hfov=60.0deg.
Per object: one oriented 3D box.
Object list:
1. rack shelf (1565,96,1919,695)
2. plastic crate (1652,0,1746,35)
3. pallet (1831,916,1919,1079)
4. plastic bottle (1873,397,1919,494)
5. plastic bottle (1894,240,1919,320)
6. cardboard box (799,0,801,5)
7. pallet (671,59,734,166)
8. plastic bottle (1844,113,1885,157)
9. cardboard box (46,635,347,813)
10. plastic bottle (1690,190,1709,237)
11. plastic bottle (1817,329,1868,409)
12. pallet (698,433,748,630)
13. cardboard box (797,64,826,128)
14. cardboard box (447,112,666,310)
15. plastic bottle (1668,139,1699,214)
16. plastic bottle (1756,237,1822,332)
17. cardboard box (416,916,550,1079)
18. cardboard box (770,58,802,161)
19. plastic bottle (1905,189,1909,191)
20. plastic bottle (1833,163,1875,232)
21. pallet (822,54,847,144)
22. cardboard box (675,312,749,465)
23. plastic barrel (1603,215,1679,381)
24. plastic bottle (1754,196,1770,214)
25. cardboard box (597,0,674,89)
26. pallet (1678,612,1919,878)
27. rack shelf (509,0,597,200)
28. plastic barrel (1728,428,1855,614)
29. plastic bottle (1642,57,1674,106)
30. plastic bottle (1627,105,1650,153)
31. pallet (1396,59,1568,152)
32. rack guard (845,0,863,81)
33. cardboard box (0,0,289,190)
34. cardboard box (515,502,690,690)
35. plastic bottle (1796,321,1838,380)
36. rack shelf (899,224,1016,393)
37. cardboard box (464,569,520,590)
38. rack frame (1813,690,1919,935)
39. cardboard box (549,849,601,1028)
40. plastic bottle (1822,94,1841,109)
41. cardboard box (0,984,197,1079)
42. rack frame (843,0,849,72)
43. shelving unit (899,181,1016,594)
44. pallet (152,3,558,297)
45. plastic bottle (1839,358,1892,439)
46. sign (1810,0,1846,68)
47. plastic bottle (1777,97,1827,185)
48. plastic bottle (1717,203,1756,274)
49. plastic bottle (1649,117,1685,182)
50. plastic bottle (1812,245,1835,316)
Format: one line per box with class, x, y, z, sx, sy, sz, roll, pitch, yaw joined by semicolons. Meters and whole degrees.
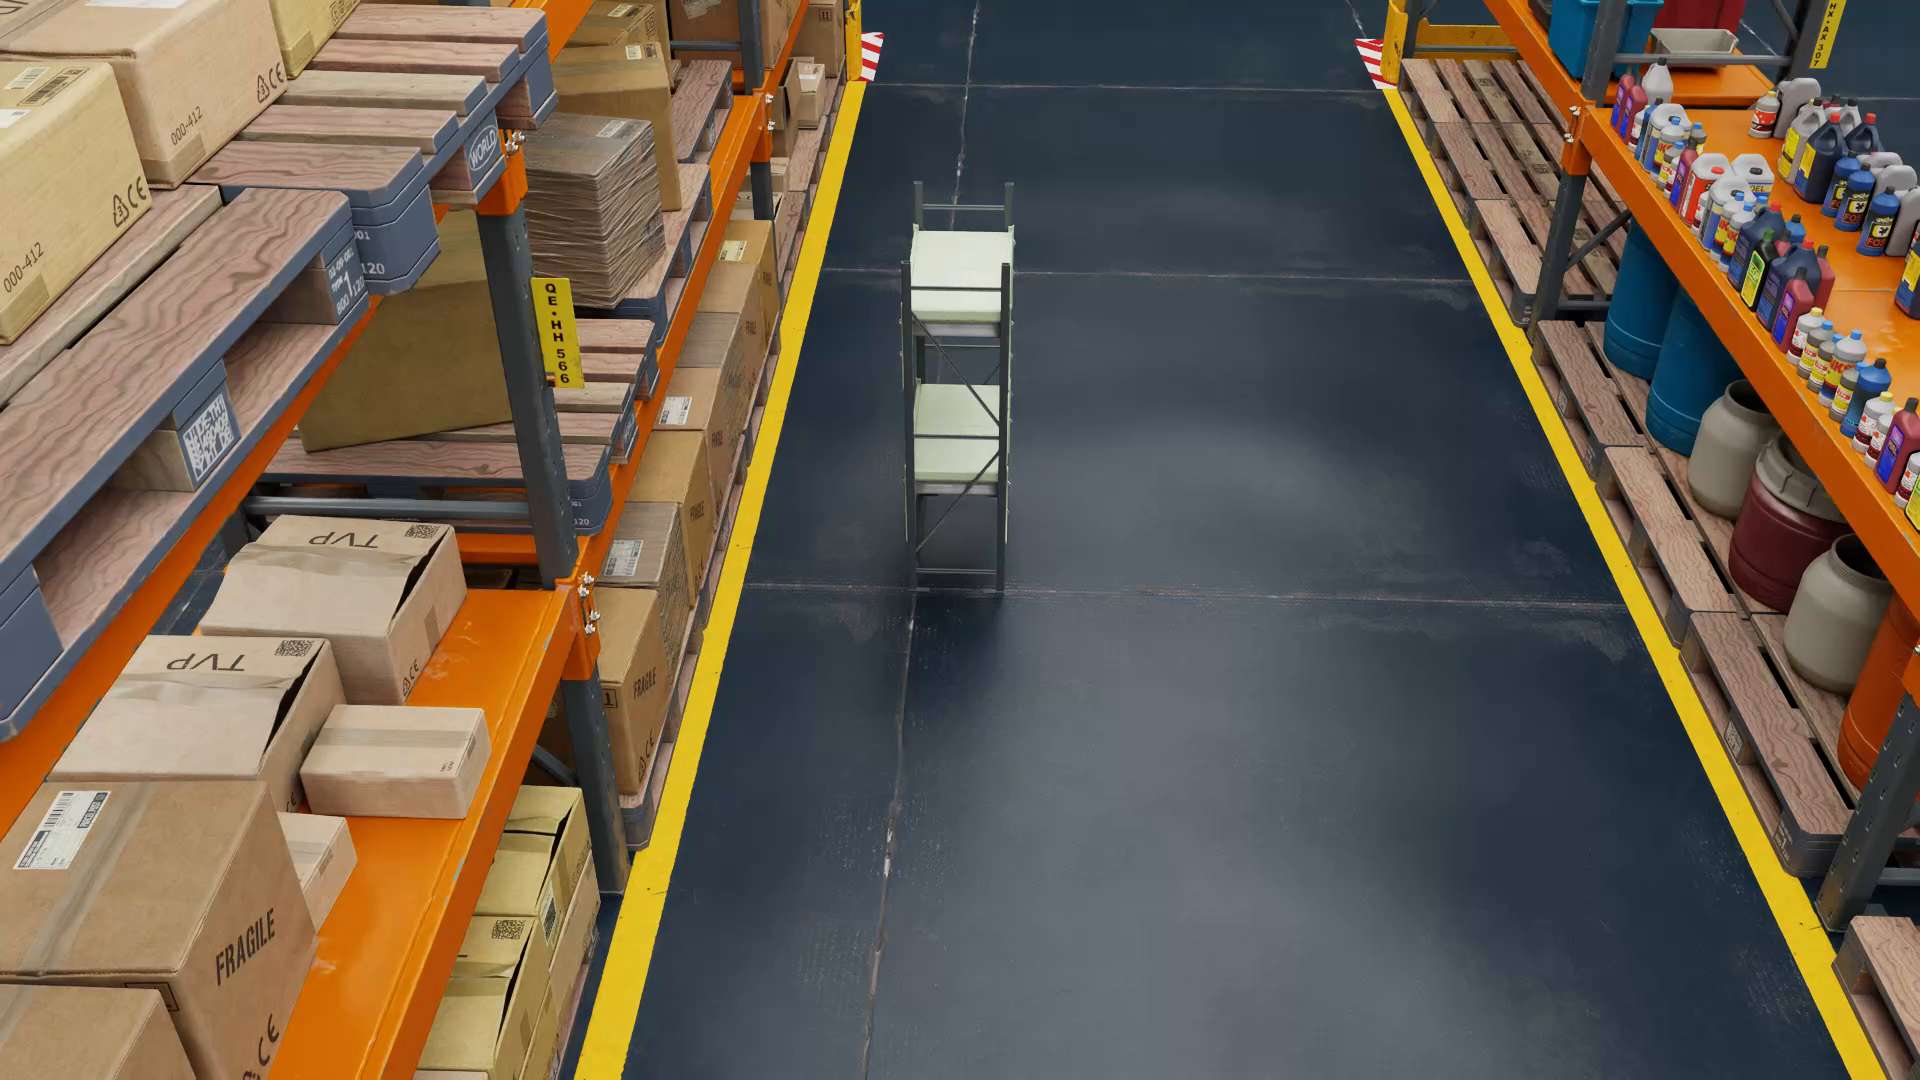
rack shelf;3.409;-0.821;6.435;1.077;0.370;4.000;1;35;2
plastic crate;3.776;-2.823;8.550;0.402;0.464;0.583;1;35;2
pallet;3.259;1.619;4.763;1.003;0.211;1.213;1;35;2
plastic bottle;2.928;-0.294;5.160;0.061;0.283;0.133;1;35;2
plastic bottle;3.578;-1.002;6.110;0.144;0.351;0.185;1;35;2
cardboard box;-1.127;-3.290;9.236;0.500;0.500;0.500;1;35;2
pallet;-1.601;-1.846;7.435;1.003;0.211;1.213;1;35;2
plastic bottle;3.772;-1.603;6.964;0.144;0.351;0.185;1;35;2
cardboard box;-1.850;0.463;4.060;0.500;0.311;0.500;1;35;1
plastic bottle;3.021;-1.328;6.704;0.097;0.201;0.097;0;35;0
plastic bottle;2.966;-0.578;5.576;0.097;0.271;0.097;0;35;0
pallet;-1.501;-0.069;7.165;1.003;0.211;1.213;1;35;2
cardboard box;-1.143;-2.871;10.735;0.500;0.250;0.500;1;35;2
cardboard box;-1.480;-1.181;5.870;0.700;0.500;0.500;8;36;11
plastic bottle;3.013;-1.506;6.885;0.061;0.283;0.133;1;35;2
plastic bottle;3.013;-0.936;6.016;0.144;0.351;0.185;1;35;2
cardboard box;-1.410;1.246;4.407;0.500;0.311;0.500;1;35;1
cardboard box;-1.390;-2.619;10.157;0.797;0.503;0.637;1;35;2
plastic bottle;3.779;-1.305;6.671;0.097;0.201;0.097;0;35;0
plastic bottle;3.631;-1.393;6.736;0.097;0.271;0.097;0;35;0
pallet;-1.333;-3.037;11.387;1.003;0.211;1.213;1;35;2
cardboard box;-1.242;-0.676;7.395;0.500;0.500;0.500;2;35;2
plastic barrel;3.451;-1.266;7.902;0.600;0.901;0.708;1;35;2
plastic bottle;3.169;-1.269;6.619;0.097;0.201;0.097;0;35;0
cardboard box;-1.702;-2.327;7.500;0.700;0.500;0.500;-10;36;-14
pallet;3.319;0.720;6.041;1.003;0.211;1.213;1;35;2
rack shelf;-1.540;-2.165;5.739;1.077;0.370;4.000;1;35;2
plastic barrel;3.377;-0.082;6.490;0.600;0.588;0.708;1;35;2
plastic bottle;3.150;-2.026;7.568;0.144;0.351;0.185;1;35;2
plastic bottle;3.057;-1.839;7.431;0.097;0.201;0.097;0;35;0
pallet;3.578;-2.949;11.262;1.003;0.211;1.213;1;35;2
rack guard;-1.302;-3.613;11.956;1.175;0.500;0.348;1;35;2
cardboard box;-1.585;-0.857;3.017;0.500;0.250;0.500;2;35;3
cardboard box;-1.301;0.204;6.143;0.500;0.500;0.500;0;35;0
plastic bottle;2.974;-0.661;5.755;0.097;0.201;0.097;0;35;0
rack shelf;0.000;-0.929;6.589;0.431;0.370;0.720;1;35;2
cardboard box;-1.817;0.217;6.124;0.500;0.500;0.500;3;35;4
rack frame;3.329;0.034;4.594;1.000;3.000;0.127;1;35;2
cardboard box;-1.398;1.178;4.991;0.500;0.250;0.500;2;35;3
plastic bottle;3.833;-1.849;7.374;0.061;0.283;0.133;1;35;2
cardboard box;-1.693;1.143;2.928;0.500;0.500;0.500;1;35;2
rack frame;-1.299;-4.679;11.299;1.000;3.000;0.127;1;35;2
shelving unit;0.000;-0.610;6.813;0.431;1.500;0.755;1;35;2
pallet;-1.558;-0.841;3.394;1.213;0.211;1.003;3;35;4
plastic bottle;2.959;-0.466;5.417;0.097;0.271;0.097;0;35;0
sign;4.039;-2.364;7.764;0.100;0.325;0.005;1;35;2
plastic bottle;3.635;-1.712;7.120;0.144;0.351;0.185;1;35;2
plastic bottle;3.008;-1.168;6.415;0.097;0.271;0.097;0;35;0
plastic bottle;3.043;-1.679;7.142;0.097;0.271;0.097;0;35;0
plastic bottle;3.116;-0.921;6.053;0.061;0.283;0.133;1;35;2
